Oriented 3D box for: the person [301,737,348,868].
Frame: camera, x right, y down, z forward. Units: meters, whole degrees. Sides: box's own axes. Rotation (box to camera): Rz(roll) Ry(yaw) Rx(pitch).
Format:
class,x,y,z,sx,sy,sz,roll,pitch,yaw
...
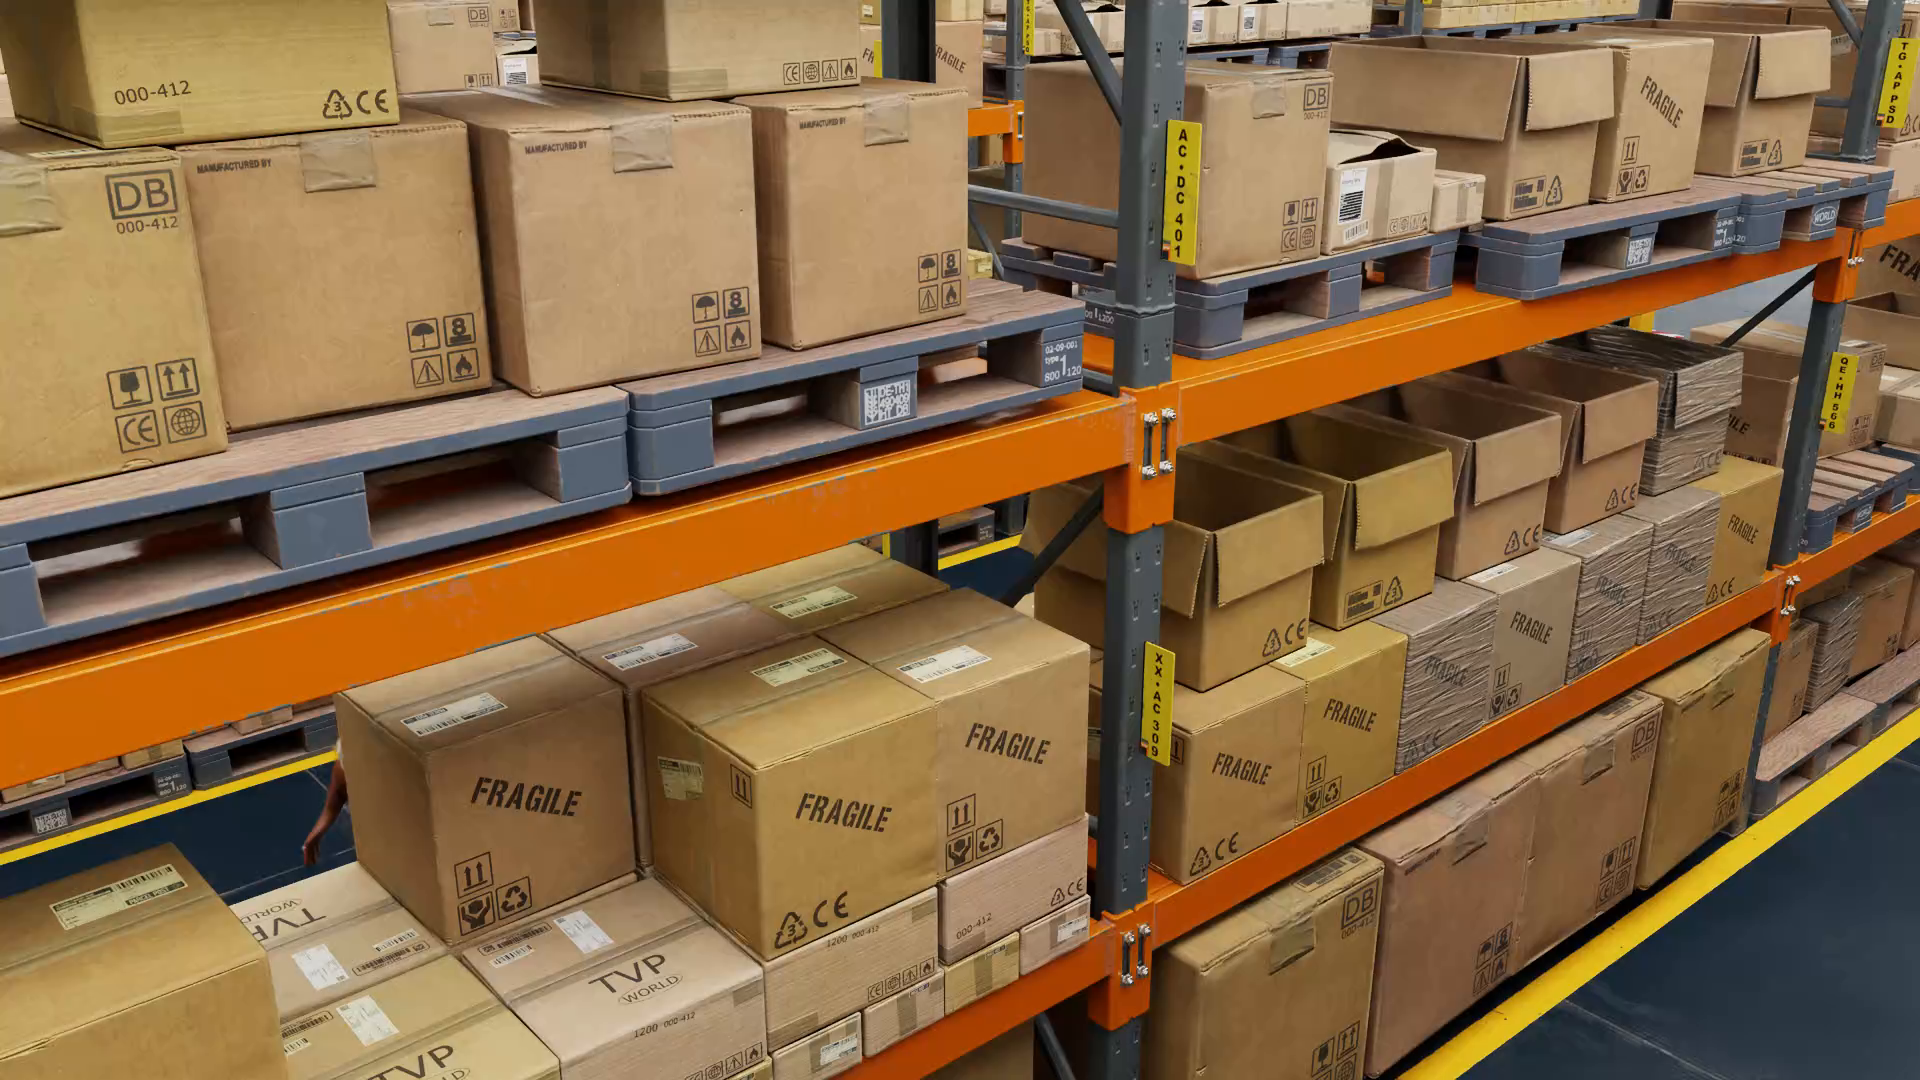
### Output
class,x,y,z,sx,sy,sz,roll,pitch,yaw
person,-1.995,1.057,5.741,0.889,1.751,0.614,-18,27,-39
